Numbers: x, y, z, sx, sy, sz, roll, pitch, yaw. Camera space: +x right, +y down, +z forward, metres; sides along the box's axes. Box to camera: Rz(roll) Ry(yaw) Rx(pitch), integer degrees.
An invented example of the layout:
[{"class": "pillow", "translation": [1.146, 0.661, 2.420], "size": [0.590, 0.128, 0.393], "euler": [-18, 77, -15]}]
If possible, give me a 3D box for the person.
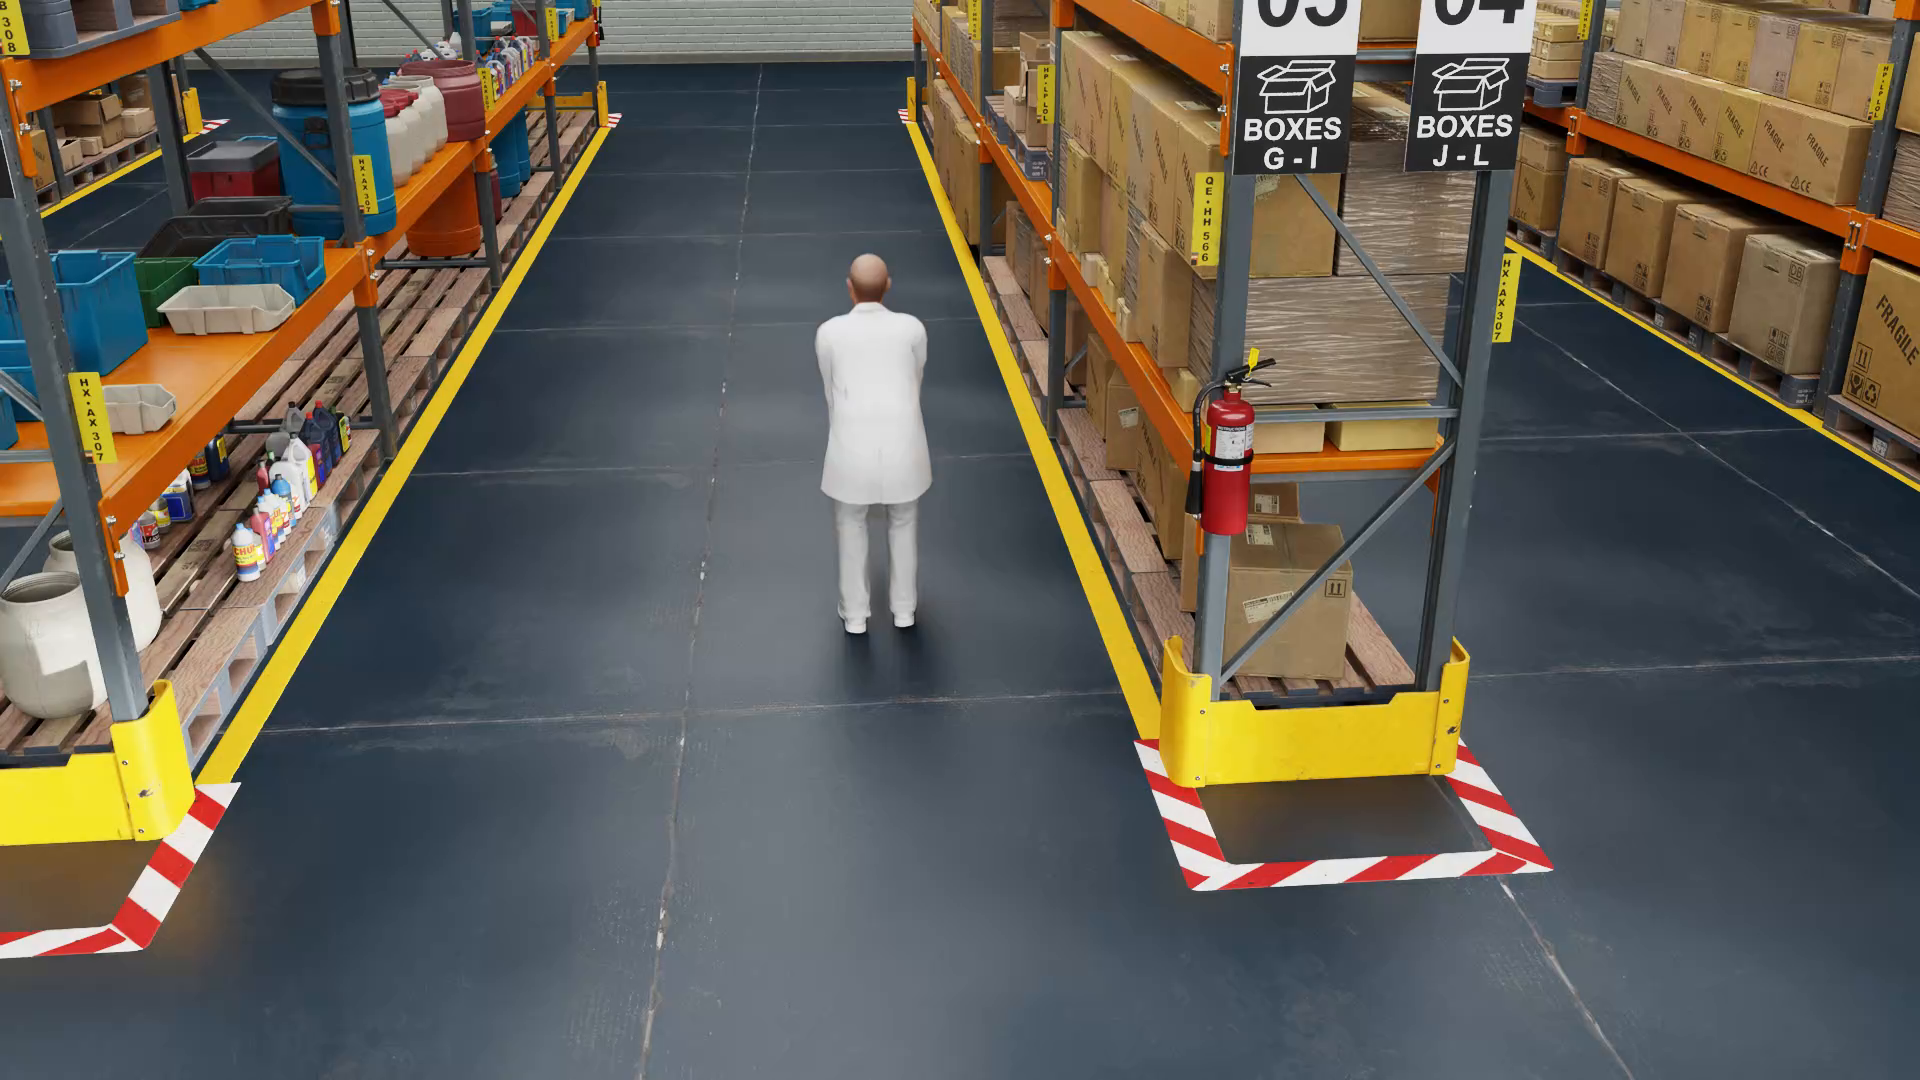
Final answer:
[{"class": "person", "translation": [-0.398, -0.465, 7.699], "size": [0.524, 1.780, 0.569], "euler": [-3, 24, -6]}]
